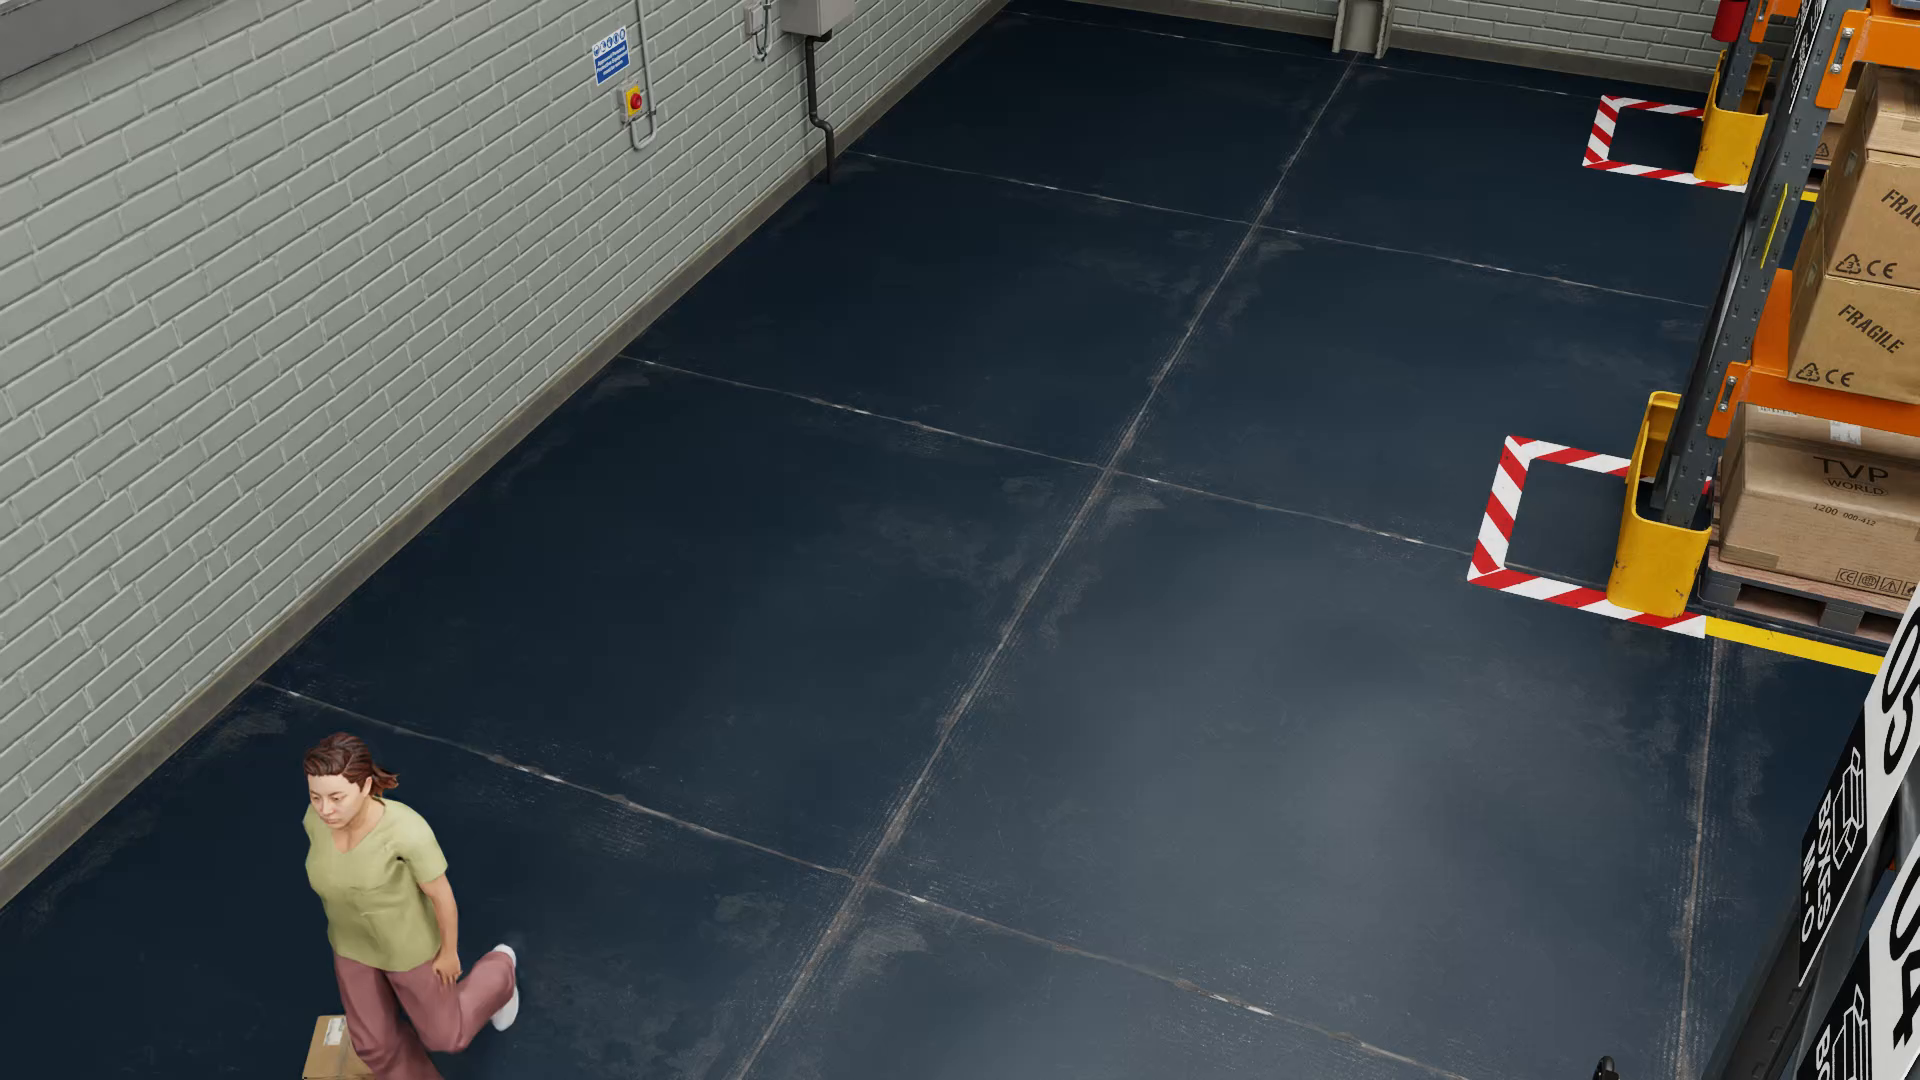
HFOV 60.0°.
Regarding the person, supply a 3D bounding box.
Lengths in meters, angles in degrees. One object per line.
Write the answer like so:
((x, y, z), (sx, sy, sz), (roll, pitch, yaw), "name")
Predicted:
((-1.746, 1.210, 5.231), (0.458, 1.647, 0.703), (9, 38, 11), "person")
